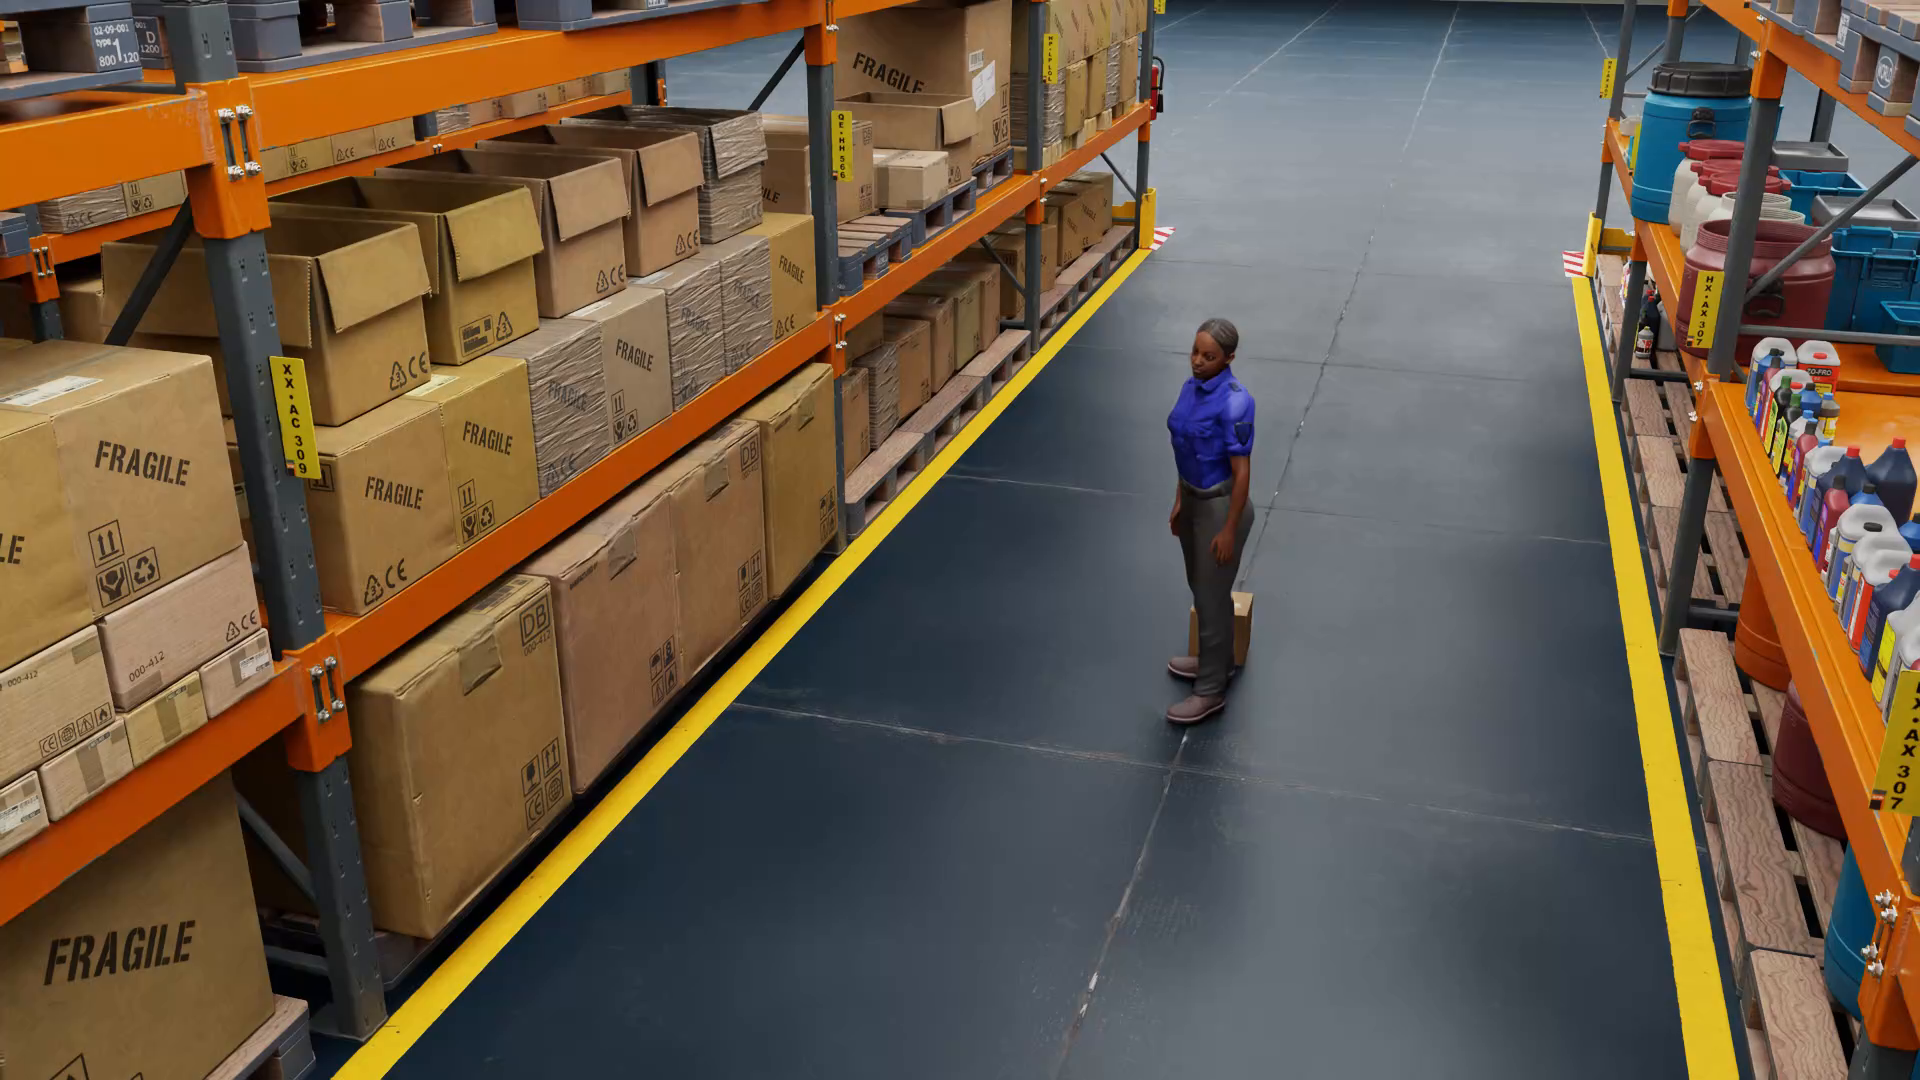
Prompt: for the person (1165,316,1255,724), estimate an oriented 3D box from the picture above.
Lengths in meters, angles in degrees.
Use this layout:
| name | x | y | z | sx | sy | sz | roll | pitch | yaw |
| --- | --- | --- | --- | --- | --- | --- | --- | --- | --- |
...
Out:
| name | x | y | z | sx | sy | sz | roll | pitch | yaw |
| --- | --- | --- | --- | --- | --- | --- | --- | --- | --- |
| person | 1.005 | -0.111 | 6.808 | 0.449 | 1.656 | 0.529 | -6 | 23 | -15 |
